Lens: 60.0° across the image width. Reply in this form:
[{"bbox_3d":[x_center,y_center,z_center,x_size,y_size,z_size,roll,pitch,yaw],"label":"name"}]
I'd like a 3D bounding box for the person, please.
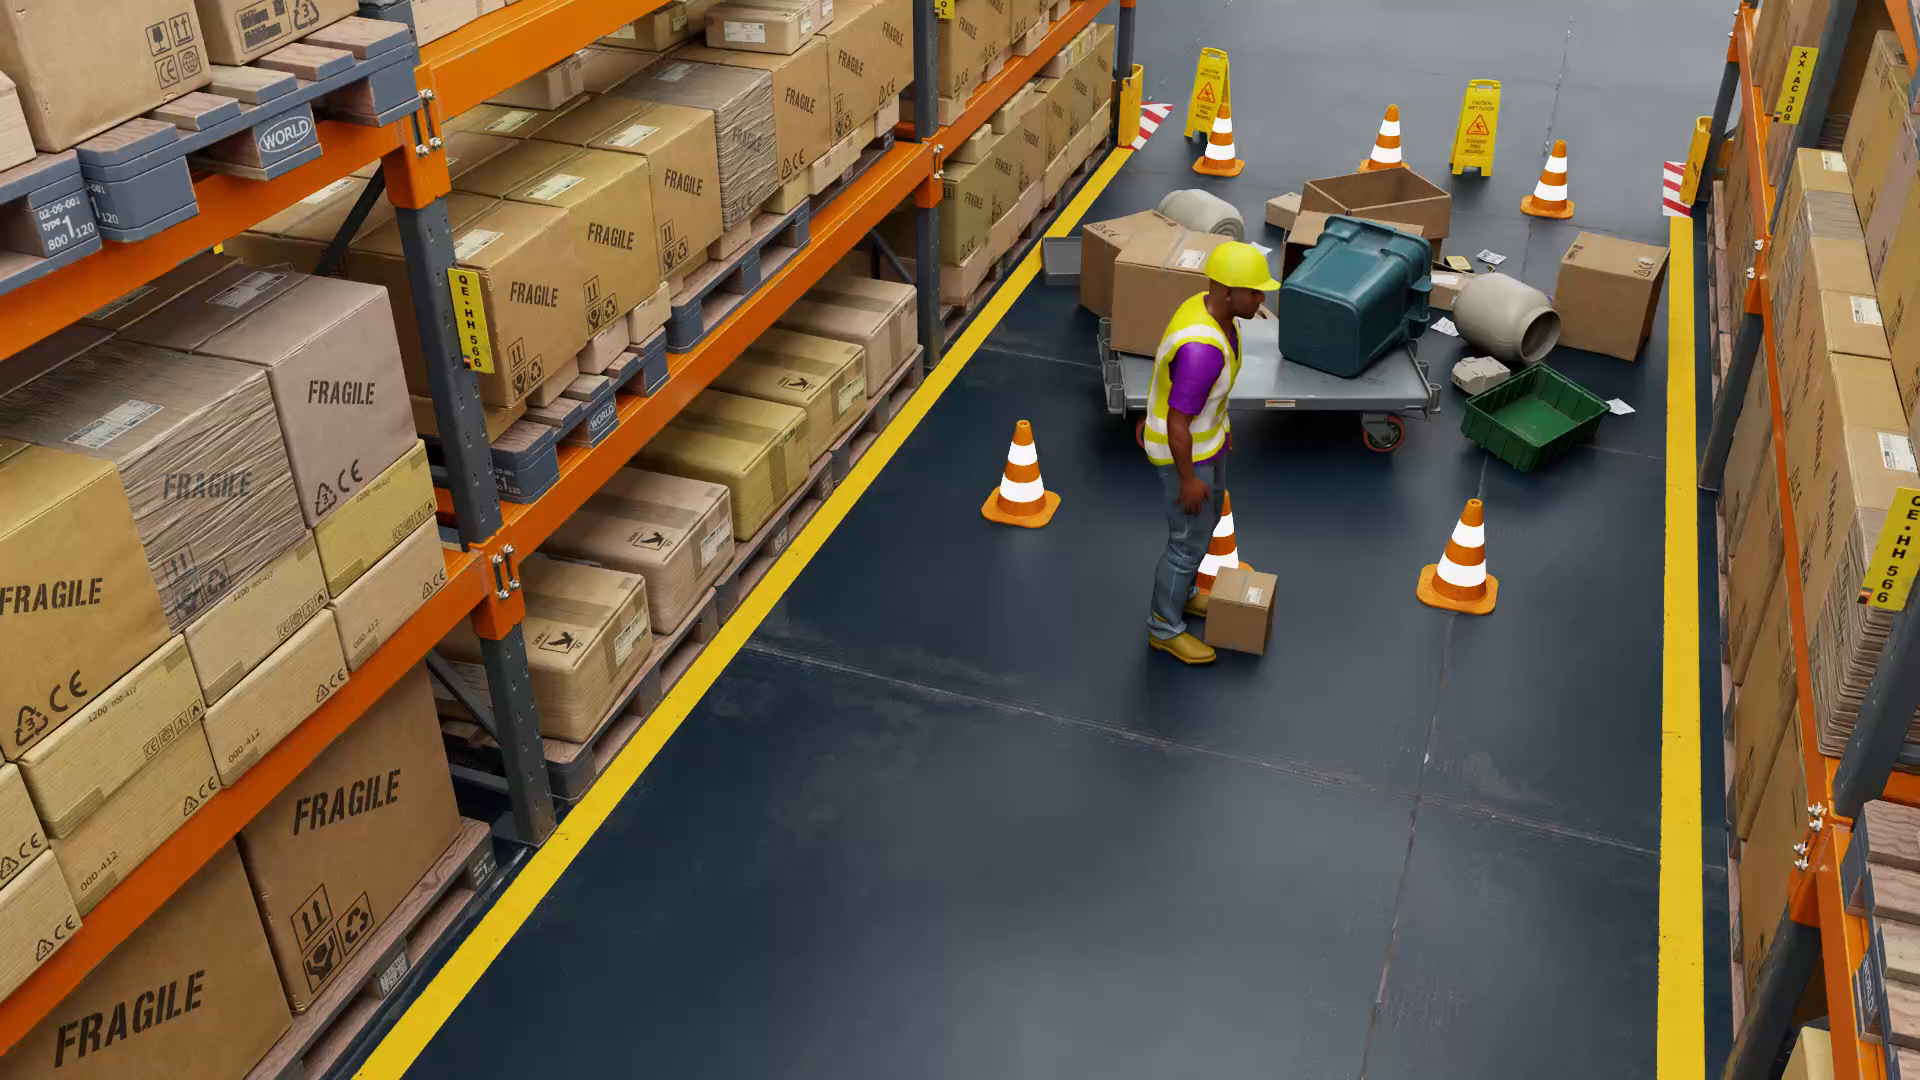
[{"bbox_3d":[0.977,-0.369,6.690,0.462,1.761,0.628,11,35,16],"label":"person"}]
